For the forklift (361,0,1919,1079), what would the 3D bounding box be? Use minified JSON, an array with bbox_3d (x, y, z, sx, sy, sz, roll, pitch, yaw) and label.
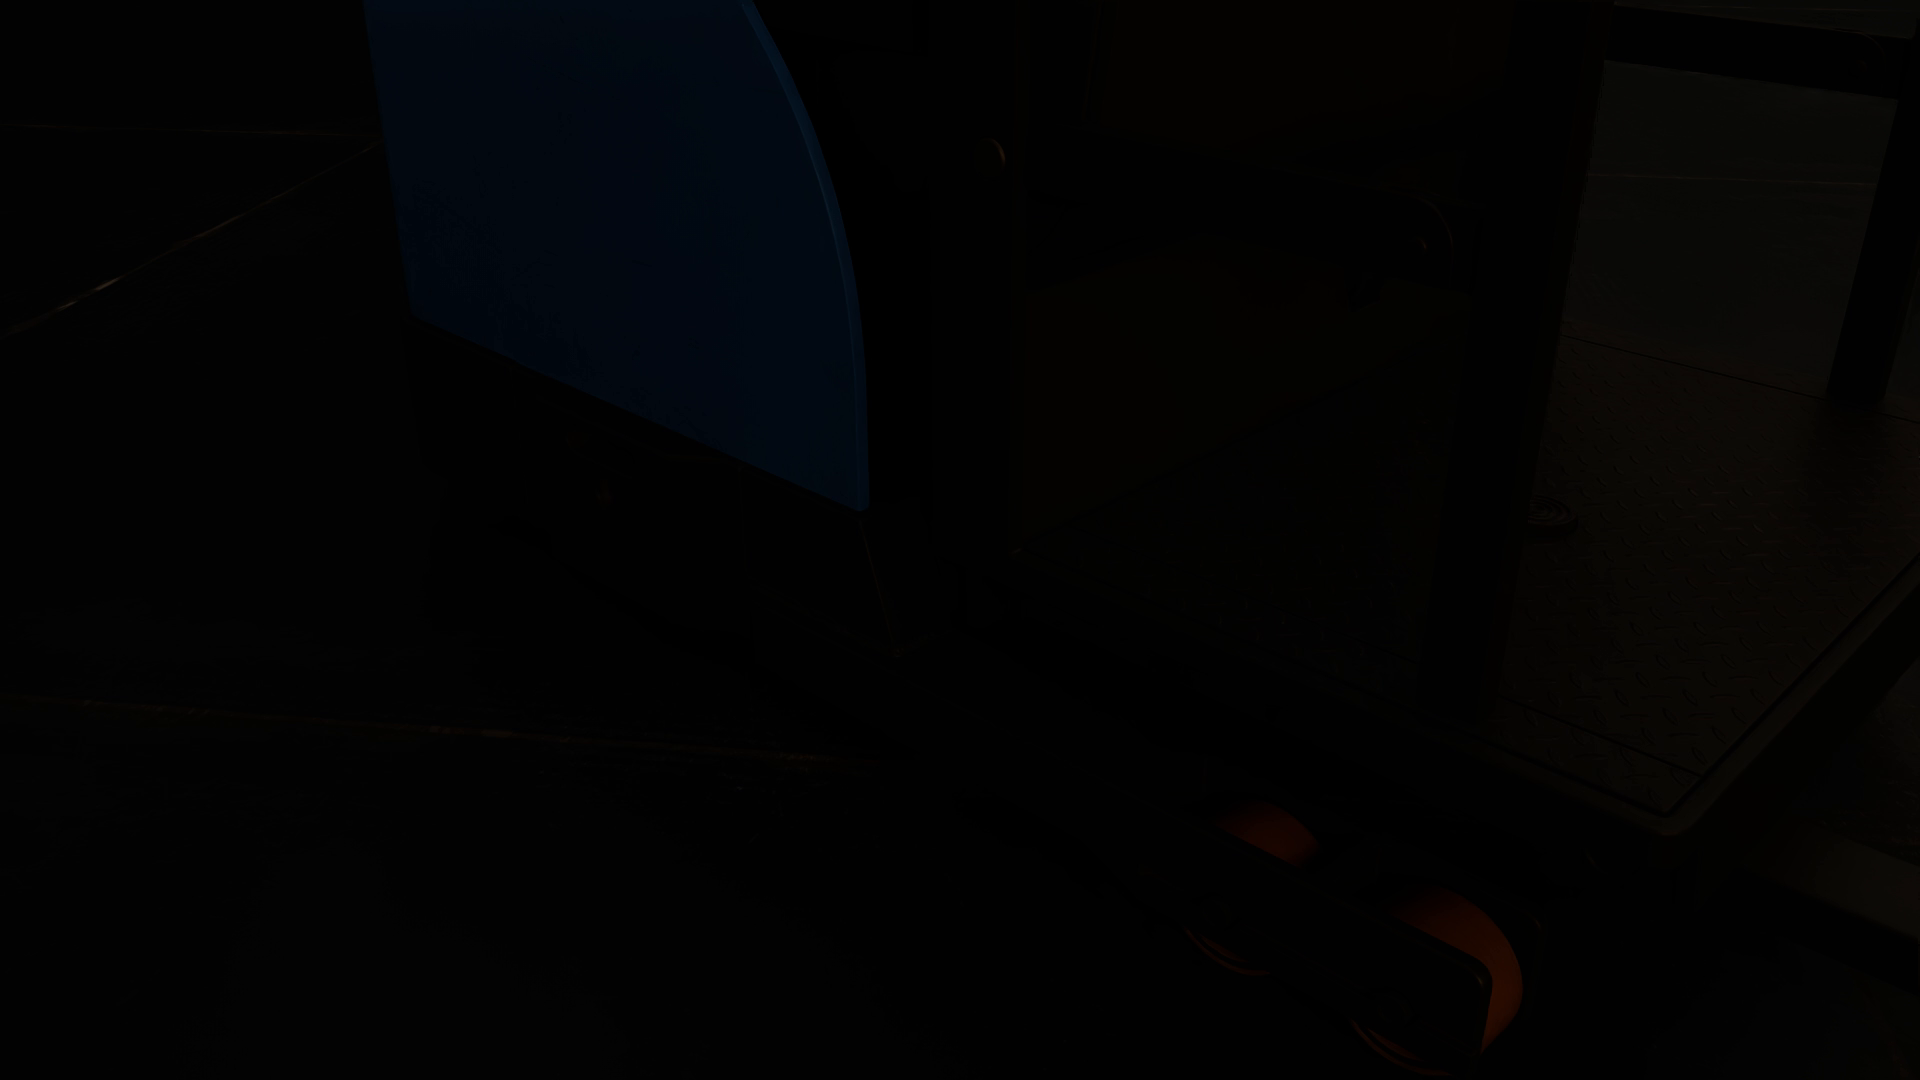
[{"bbox_3d":[0.568,-1.088,1.398,3.031,2.935,1.130,23,35,38],"label":"forklift"}]
